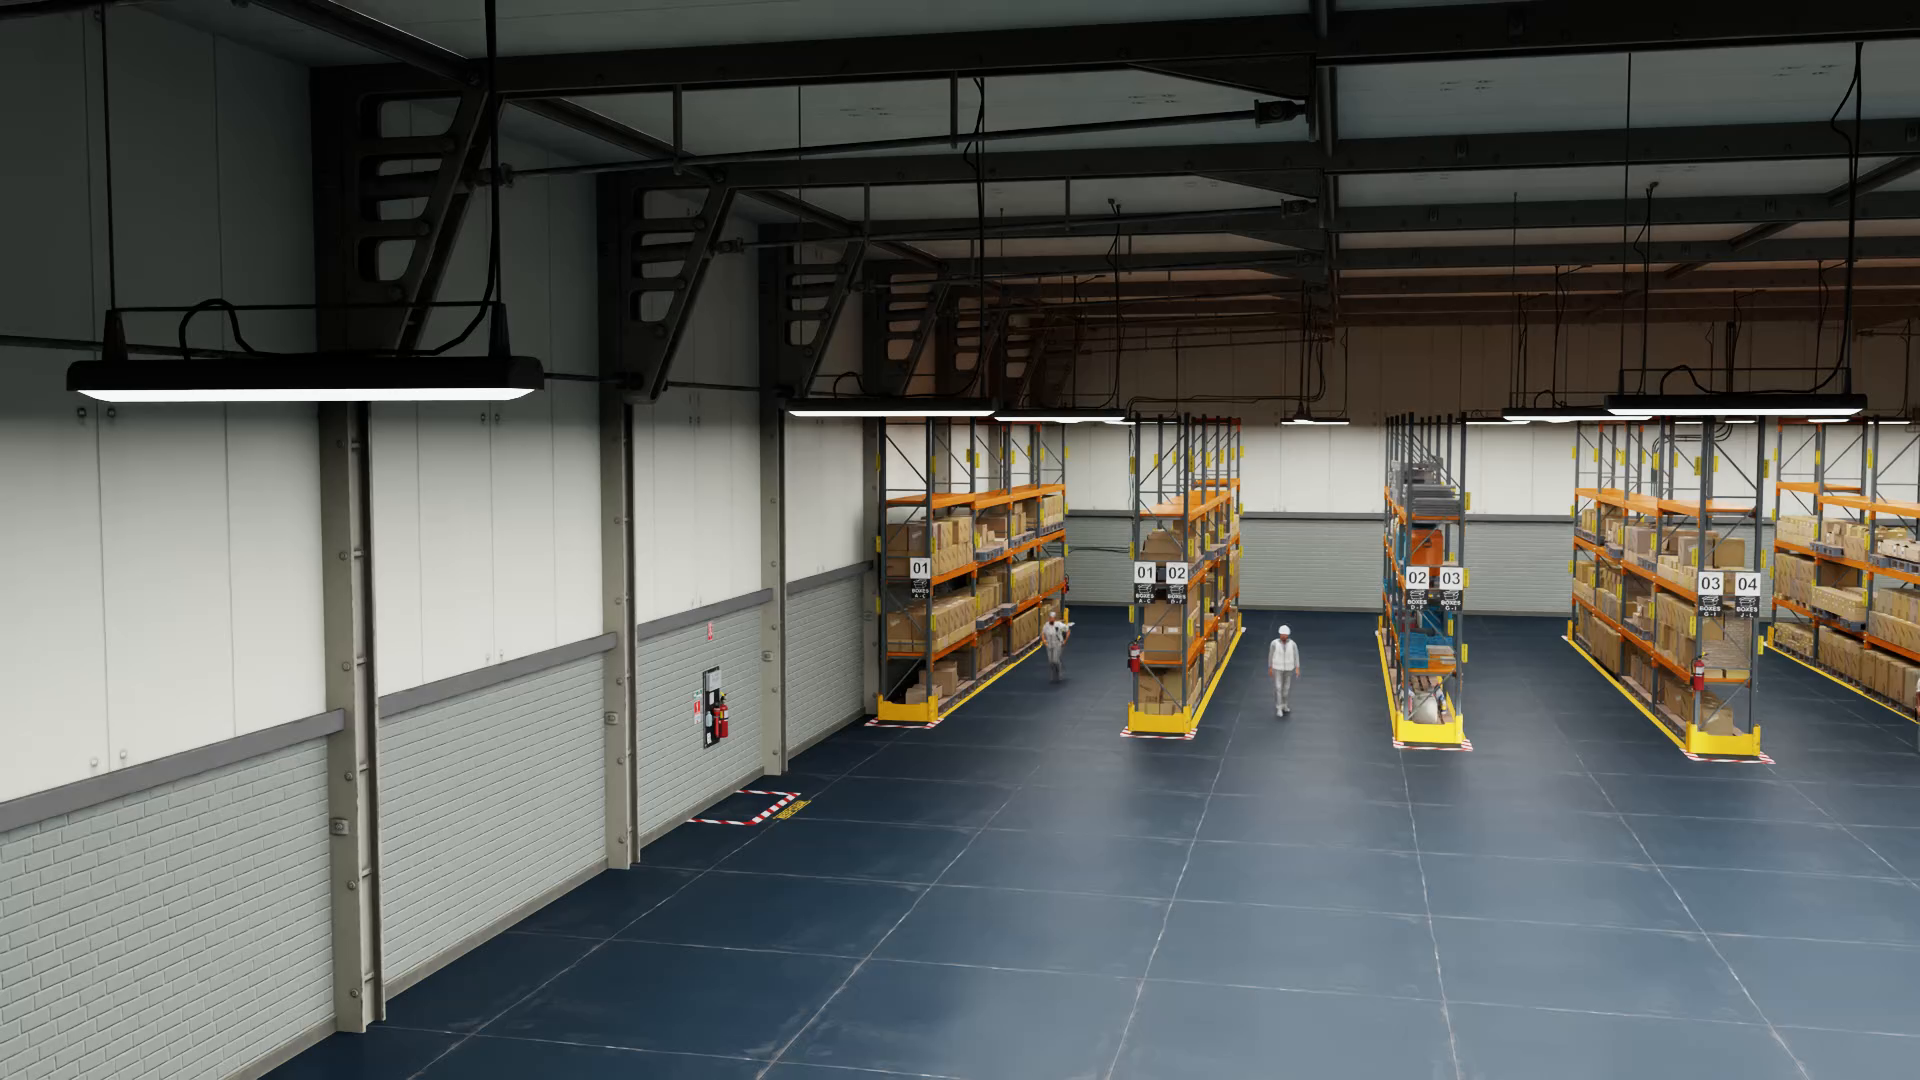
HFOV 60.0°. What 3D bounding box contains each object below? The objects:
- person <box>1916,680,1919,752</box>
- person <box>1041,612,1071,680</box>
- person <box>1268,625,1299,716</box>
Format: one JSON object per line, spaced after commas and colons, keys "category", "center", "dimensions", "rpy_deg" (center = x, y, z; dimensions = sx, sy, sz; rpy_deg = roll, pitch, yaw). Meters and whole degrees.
{"category": "person", "center": [16.854, 2.939, 28.843], "dimensions": [0.491, 1.628, 0.956], "rpy_deg": [2, 4, 25]}
{"category": "person", "center": [2.161, 2.398, 37.466], "dimensions": [0.645, 1.585, 0.755], "rpy_deg": [2, 4, 24]}
{"category": "person", "center": [6.479, 2.592, 33.239], "dimensions": [0.587, 1.780, 0.705], "rpy_deg": [0, 4, 0]}
